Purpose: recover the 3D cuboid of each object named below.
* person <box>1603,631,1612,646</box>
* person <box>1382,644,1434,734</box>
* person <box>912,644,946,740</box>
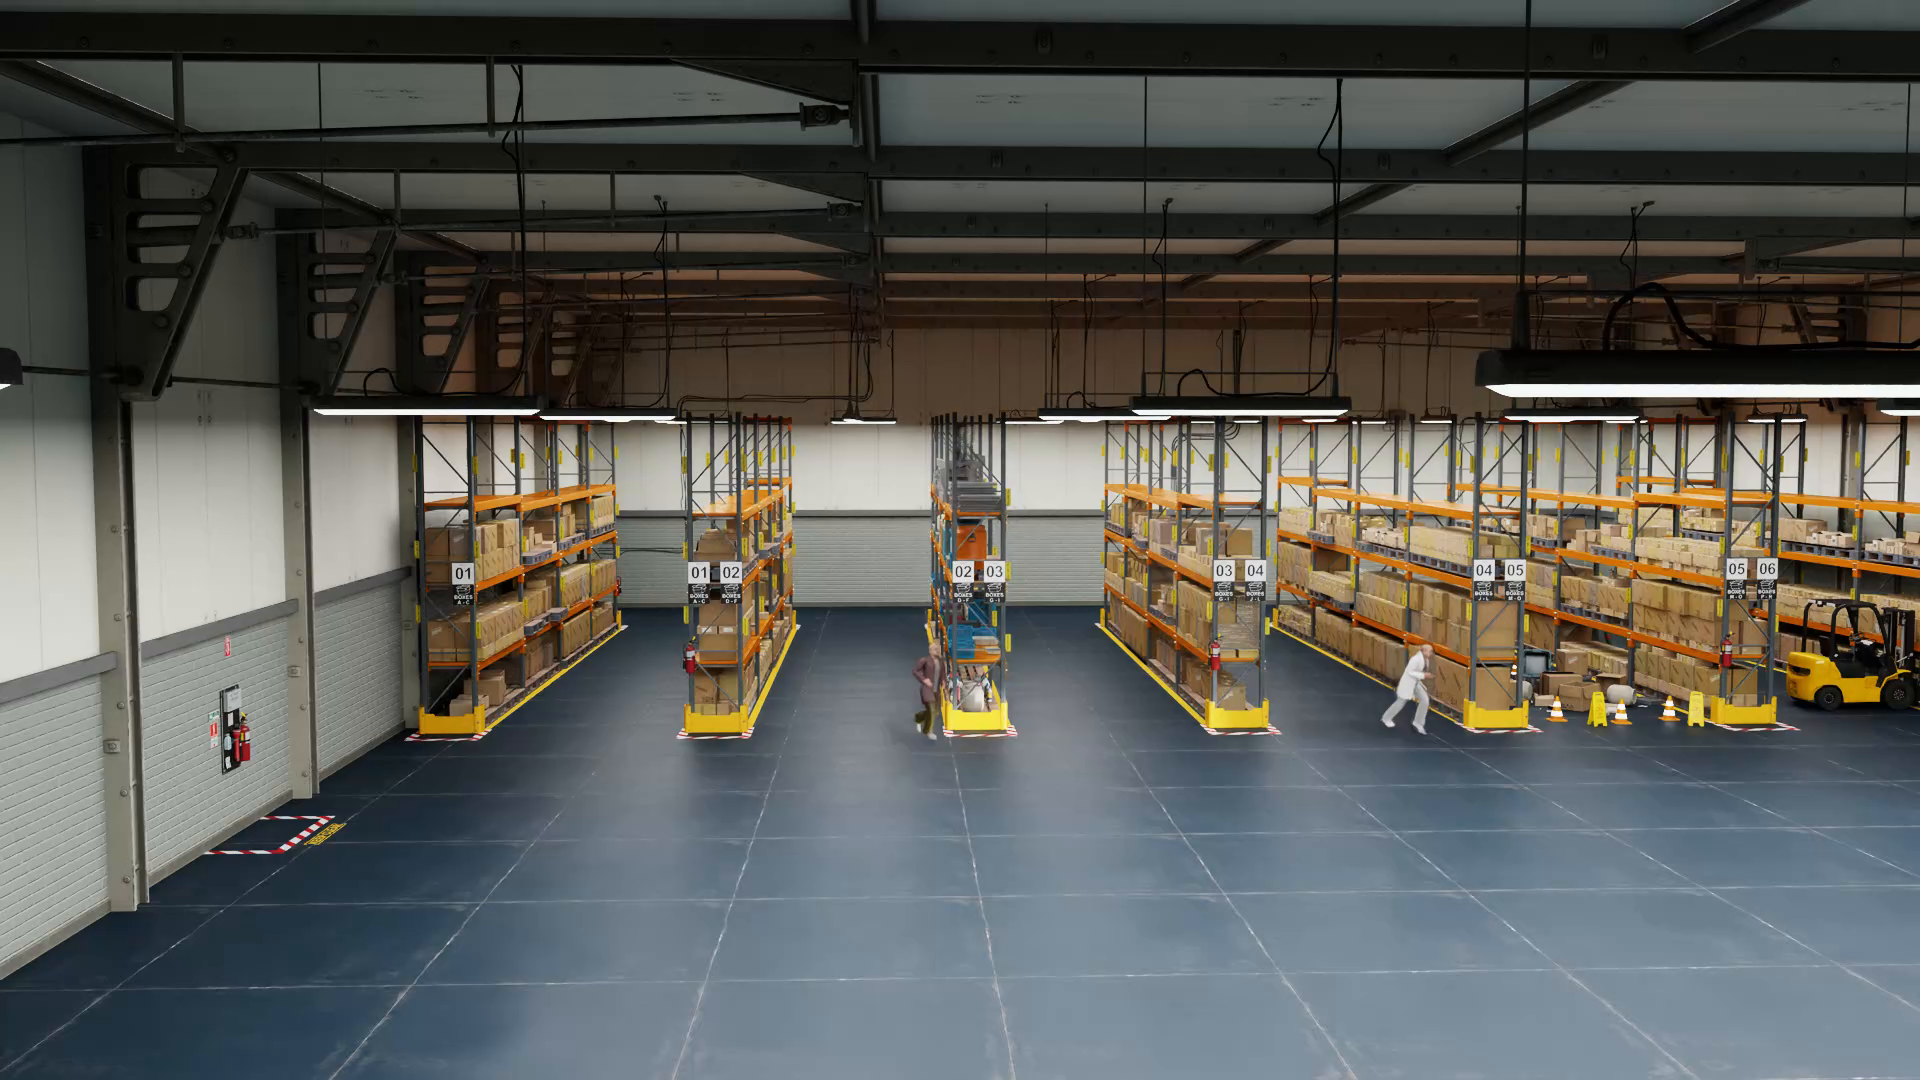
[{"bbox_3d":[16.210,1.957,42.049,0.646,1.840,0.886,0,4,-5],"label":"person"},{"bbox_3d":[8.438,2.787,31.270,1.072,1.738,0.753,4,5,42],"label":"person"},{"bbox_3d":[-0.567,2.782,30.783,0.750,1.740,0.738,-3,5,-38],"label":"person"}]
